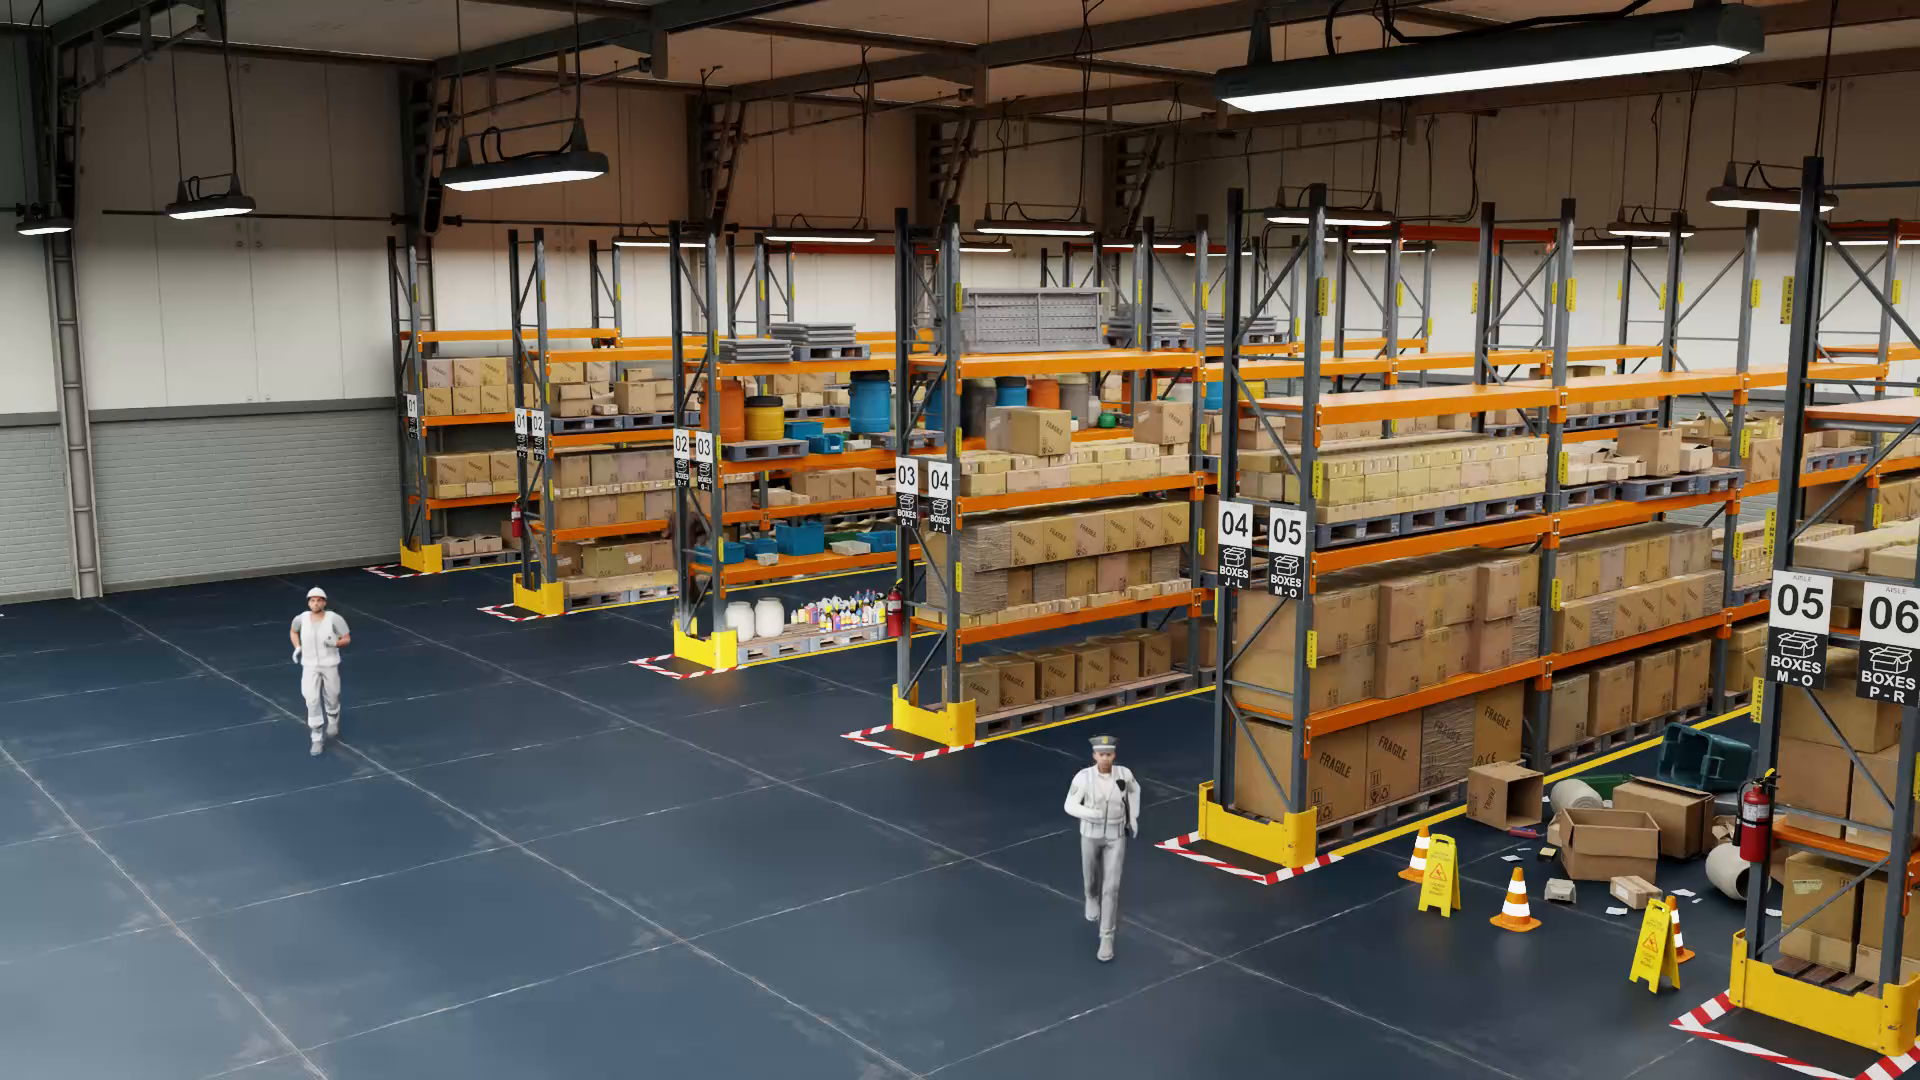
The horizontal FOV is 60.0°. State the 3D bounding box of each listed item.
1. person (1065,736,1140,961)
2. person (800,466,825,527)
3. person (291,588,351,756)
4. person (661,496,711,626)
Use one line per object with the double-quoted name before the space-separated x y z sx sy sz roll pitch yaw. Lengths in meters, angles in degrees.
"person" 1.118 2.321 13.032 0.606 1.680 0.938 0 9 2
"person" -2.875 -0.705 32.828 0.849 1.720 0.673 -8 12 -41
"person" -7.117 1.415 18.510 0.656 1.782 0.943 -2 9 -14
"person" -4.033 0.273 24.402 0.697 1.891 0.801 7 11 38
